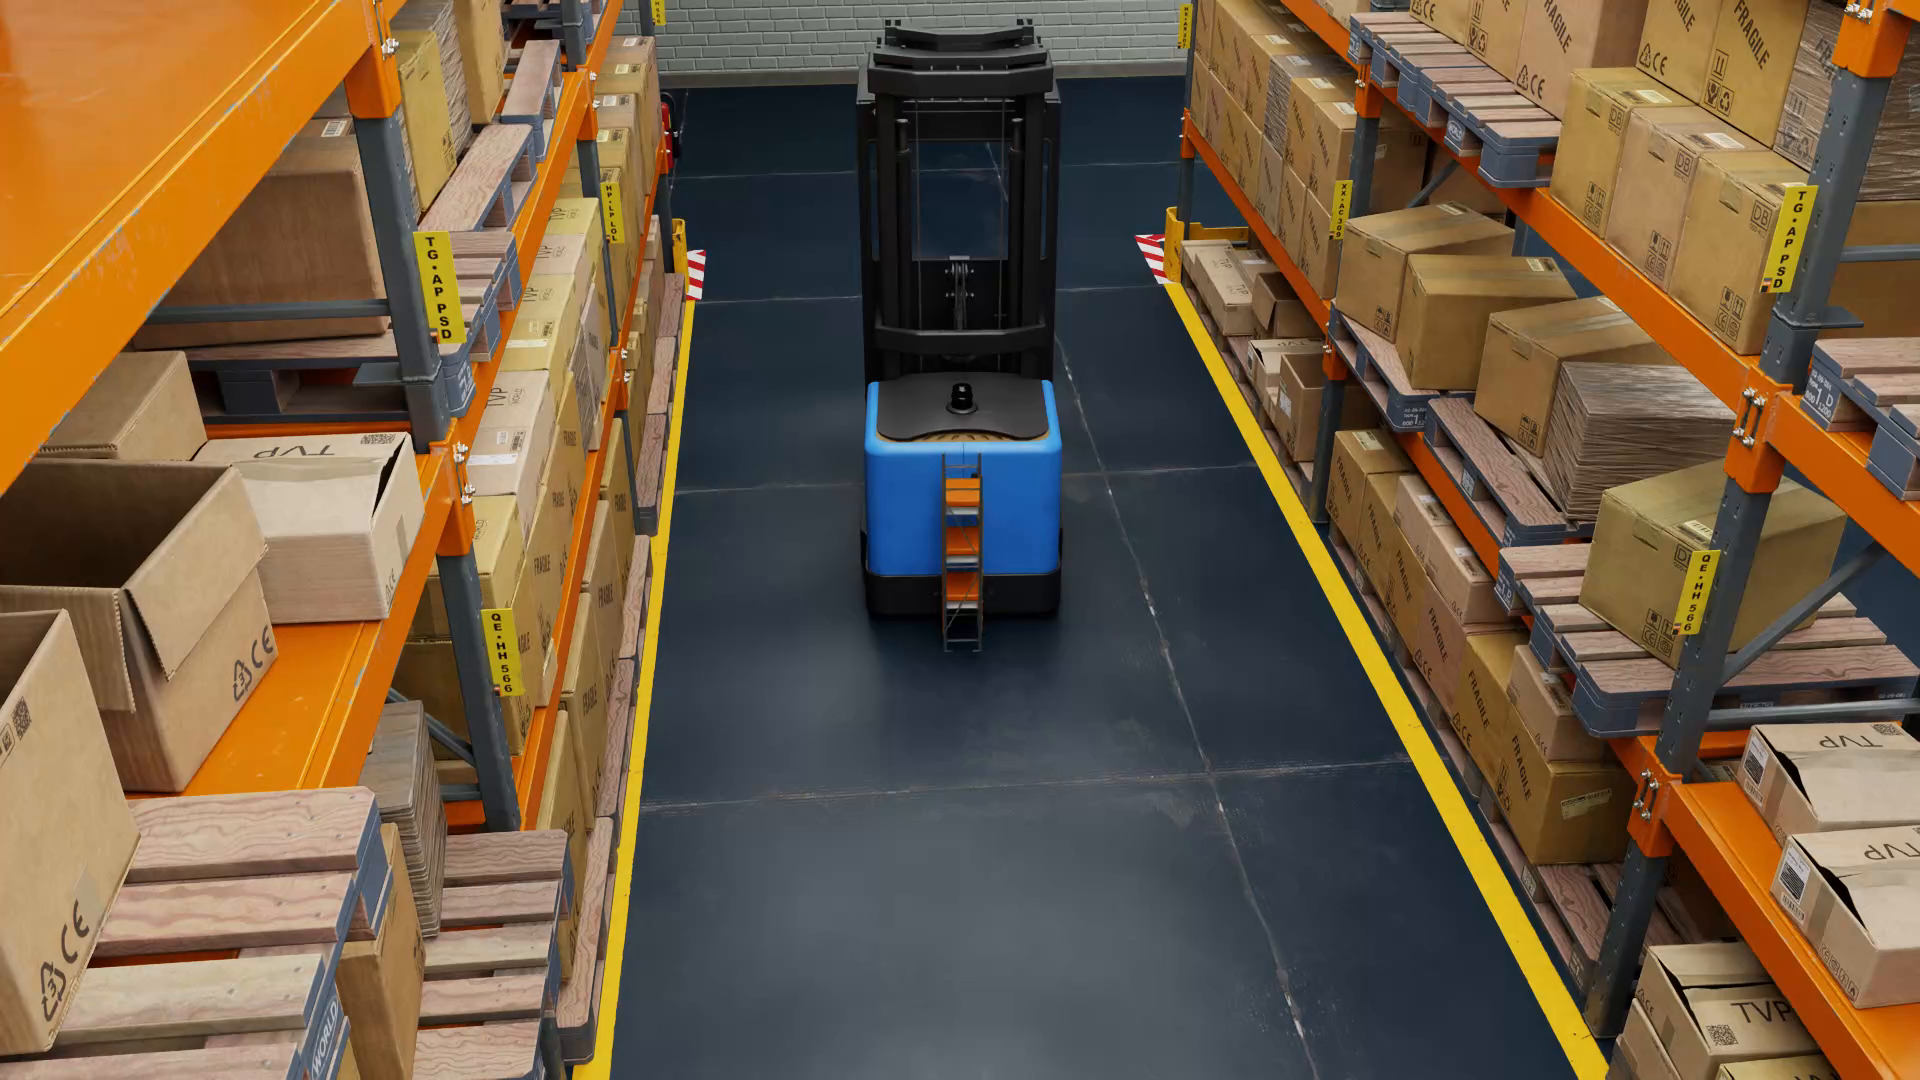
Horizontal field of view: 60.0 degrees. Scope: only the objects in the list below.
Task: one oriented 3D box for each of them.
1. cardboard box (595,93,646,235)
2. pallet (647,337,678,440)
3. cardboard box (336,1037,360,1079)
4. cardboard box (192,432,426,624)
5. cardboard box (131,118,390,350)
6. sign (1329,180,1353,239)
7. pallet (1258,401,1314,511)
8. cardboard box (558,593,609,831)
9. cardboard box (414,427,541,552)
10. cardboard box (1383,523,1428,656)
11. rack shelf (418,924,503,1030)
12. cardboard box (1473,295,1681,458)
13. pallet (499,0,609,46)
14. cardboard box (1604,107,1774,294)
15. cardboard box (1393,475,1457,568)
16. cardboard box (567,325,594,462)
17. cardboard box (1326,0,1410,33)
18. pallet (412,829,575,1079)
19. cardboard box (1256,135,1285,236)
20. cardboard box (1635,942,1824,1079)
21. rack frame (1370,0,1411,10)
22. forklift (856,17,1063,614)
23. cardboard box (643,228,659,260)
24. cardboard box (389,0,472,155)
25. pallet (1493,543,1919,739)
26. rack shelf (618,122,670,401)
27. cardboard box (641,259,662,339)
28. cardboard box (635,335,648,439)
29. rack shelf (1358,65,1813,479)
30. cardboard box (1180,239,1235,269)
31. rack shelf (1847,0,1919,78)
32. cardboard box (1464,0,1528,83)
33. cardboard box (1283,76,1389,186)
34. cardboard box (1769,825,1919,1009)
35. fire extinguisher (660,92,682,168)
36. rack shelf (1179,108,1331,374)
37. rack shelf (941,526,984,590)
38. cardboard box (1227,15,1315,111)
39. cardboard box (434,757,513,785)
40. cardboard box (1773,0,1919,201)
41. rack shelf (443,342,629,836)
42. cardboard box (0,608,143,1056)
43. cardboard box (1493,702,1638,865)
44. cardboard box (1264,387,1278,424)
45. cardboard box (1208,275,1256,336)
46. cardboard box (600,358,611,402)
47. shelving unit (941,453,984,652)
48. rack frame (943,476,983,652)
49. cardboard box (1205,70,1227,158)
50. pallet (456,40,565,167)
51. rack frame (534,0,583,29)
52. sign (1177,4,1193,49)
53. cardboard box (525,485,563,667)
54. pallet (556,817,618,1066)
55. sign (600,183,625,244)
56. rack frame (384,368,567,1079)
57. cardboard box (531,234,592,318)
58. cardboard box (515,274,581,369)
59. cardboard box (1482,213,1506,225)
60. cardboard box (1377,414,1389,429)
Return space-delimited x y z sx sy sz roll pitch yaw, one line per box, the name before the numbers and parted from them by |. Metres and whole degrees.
cardboard box | -2.514 -2.346 10.460 0.980 0.700 0.700 -4 31 -7
pallet | -2.449 -1.014 11.243 1.003 0.211 1.213 -3 31 -5
cardboard box | -1.772 1.490 3.804 0.700 0.500 0.500 -3 31 -5
cardboard box | -1.629 -0.057 4.062 0.500 0.311 0.500 -3 31 -5
cardboard box | -2.067 -0.913 4.901 0.700 0.500 0.500 -5 31 -8
sign | 2.054 -1.776 8.954 0.100 0.325 0.005 -3 31 -5
pallet | 2.530 -0.588 10.529 1.003 0.211 1.213 -3 31 -5
cardboard box | -1.978 0.760 7.239 0.750 0.750 0.750 -3 31 -5
cardboard box | -1.802 -0.173 5.976 0.500 0.250 0.500 -3 31 -5
cardboard box | 2.496 0.236 8.439 0.500 0.500 0.500 -2 31 -4
rack shelf | -1.778 2.177 3.882 1.077 0.370 4.000 -3 31 -5
cardboard box | 2.820 -0.759 7.588 0.700 0.500 0.500 -11 32 -17
pallet | -2.405 -2.863 8.780 1.003 0.211 1.213 -3 31 -5
cardboard box | 2.845 -1.205 5.819 0.910 0.500 0.500 -3 31 -5
cardboard box | 2.489 -0.103 8.275 0.500 0.250 0.500 -3 31 -4
cardboard box | -1.949 -0.634 7.479 0.500 0.500 0.500 -3 31 -4
cardboard box | 2.283 -2.893 8.890 0.500 0.250 0.500 -3 31 -5
pallet | -1.792 1.288 4.856 1.213 0.211 1.003 -3 31 -5
cardboard box | 2.191 -2.246 10.487 0.500 0.500 0.500 -2 31 -3
cardboard box | 2.723 1.649 5.790 0.500 0.311 0.500 -2 31 -3
rack frame | 2.593 -4.010 7.688 1.000 3.000 0.127 -3 31 -5
forklift | -0.014 -1.579 9.535 1.130 2.935 3.031 -1 31 -1
cardboard box | -2.329 -2.083 11.708 0.380 0.149 0.250 -2 31 -3
cardboard box | -2.266 -1.720 6.253 0.700 0.500 0.500 -3 31 -5
pallet | 2.834 0.347 6.430 1.213 0.211 1.003 -3 31 -5
rack shelf | -2.525 -1.908 10.720 1.077 0.370 4.000 -3 31 -5
cardboard box | -2.501 -1.737 11.760 0.700 0.500 0.500 -3 31 -5
cardboard box | -2.350 -0.946 10.436 0.700 0.500 0.500 -3 31 -5
rack shelf | 2.780 -1.392 6.932 1.077 0.370 4.000 -3 31 -5
cardboard box | 1.916 -2.211 12.878 0.380 0.149 0.250 -3 31 -5
rack shelf | 3.154 -0.466 2.847 1.077 0.370 4.000 -3 31 -5
cardboard box | 2.652 -2.388 7.292 0.600 0.600 0.600 -3 31 -5
cardboard box | 2.237 -2.414 9.794 0.500 0.500 0.500 -3 31 -6
cardboard box | 2.858 1.112 5.050 0.500 0.311 0.500 -3 31 -5
fire extinguisher | -2.267 -3.143 12.526 0.296 0.674 0.183 -3 31 -5
rack shelf | 2.406 -2.147 11.121 1.077 0.370 4.000 -3 31 -5
rack shelf | 0.011 0.084 8.606 0.215 0.259 0.240 -1 31 -1
cardboard box | 2.096 -3.188 11.089 0.500 0.500 0.500 -2 31 -4
cardboard box | -1.765 0.767 5.766 0.380 0.149 0.250 -3 31 -5
cardboard box | 2.932 -1.375 5.130 0.500 0.500 0.500 -3 31 -5
rack shelf | -2.152 0.135 7.301 1.077 0.370 4.000 -3 31 -5
cardboard box | -1.678 0.466 2.613 0.500 0.500 0.500 -4 31 -6
cardboard box | 2.646 1.026 7.116 0.500 0.500 0.500 -2 31 -3
cardboard box | 2.163 -0.865 10.625 0.380 0.149 0.250 -3 31 -5
cardboard box | 2.081 -1.683 11.896 0.500 0.250 0.500 -3 31 -5
cardboard box | -1.978 -0.809 8.405 0.380 0.149 0.250 -2 31 -4
shelving unit | 0.011 0.075 8.601 0.215 1.050 0.252 -1 31 -1
rack frame | 0.014 0.137 8.496 0.200 1.050 0.008 -1 31 -1
cardboard box | 2.052 -3.017 11.779 0.500 0.500 0.500 -3 31 -5
pallet | -2.204 -1.935 7.326 0.805 0.209 1.217 -4 31 -7
rack frame | -2.339 -3.771 7.288 1.000 3.000 0.127 -3 31 -5
sign | 1.679 -3.822 12.380 0.100 0.325 0.005 -3 31 -5
cardboard box | -1.795 0.140 6.184 0.500 0.500 0.500 -2 31 -3
pallet | -1.964 1.638 6.802 1.003 0.211 1.213 -3 31 -5
sign | -1.799 -1.689 8.601 0.100 0.325 0.005 -3 31 -5
rack frame | -1.965 0.847 5.407 1.000 3.000 0.127 -3 31 -5
cardboard box | -2.002 -1.209 7.710 0.500 0.250 0.500 -2 31 -4
cardboard box | -1.954 -0.948 7.274 0.500 0.250 0.500 -2 31 -4
cardboard box | 2.817 -1.751 9.658 0.500 0.500 0.500 -2 31 -3
cardboard box | 2.769 -0.694 10.179 0.500 0.311 0.500 -3 31 -5
